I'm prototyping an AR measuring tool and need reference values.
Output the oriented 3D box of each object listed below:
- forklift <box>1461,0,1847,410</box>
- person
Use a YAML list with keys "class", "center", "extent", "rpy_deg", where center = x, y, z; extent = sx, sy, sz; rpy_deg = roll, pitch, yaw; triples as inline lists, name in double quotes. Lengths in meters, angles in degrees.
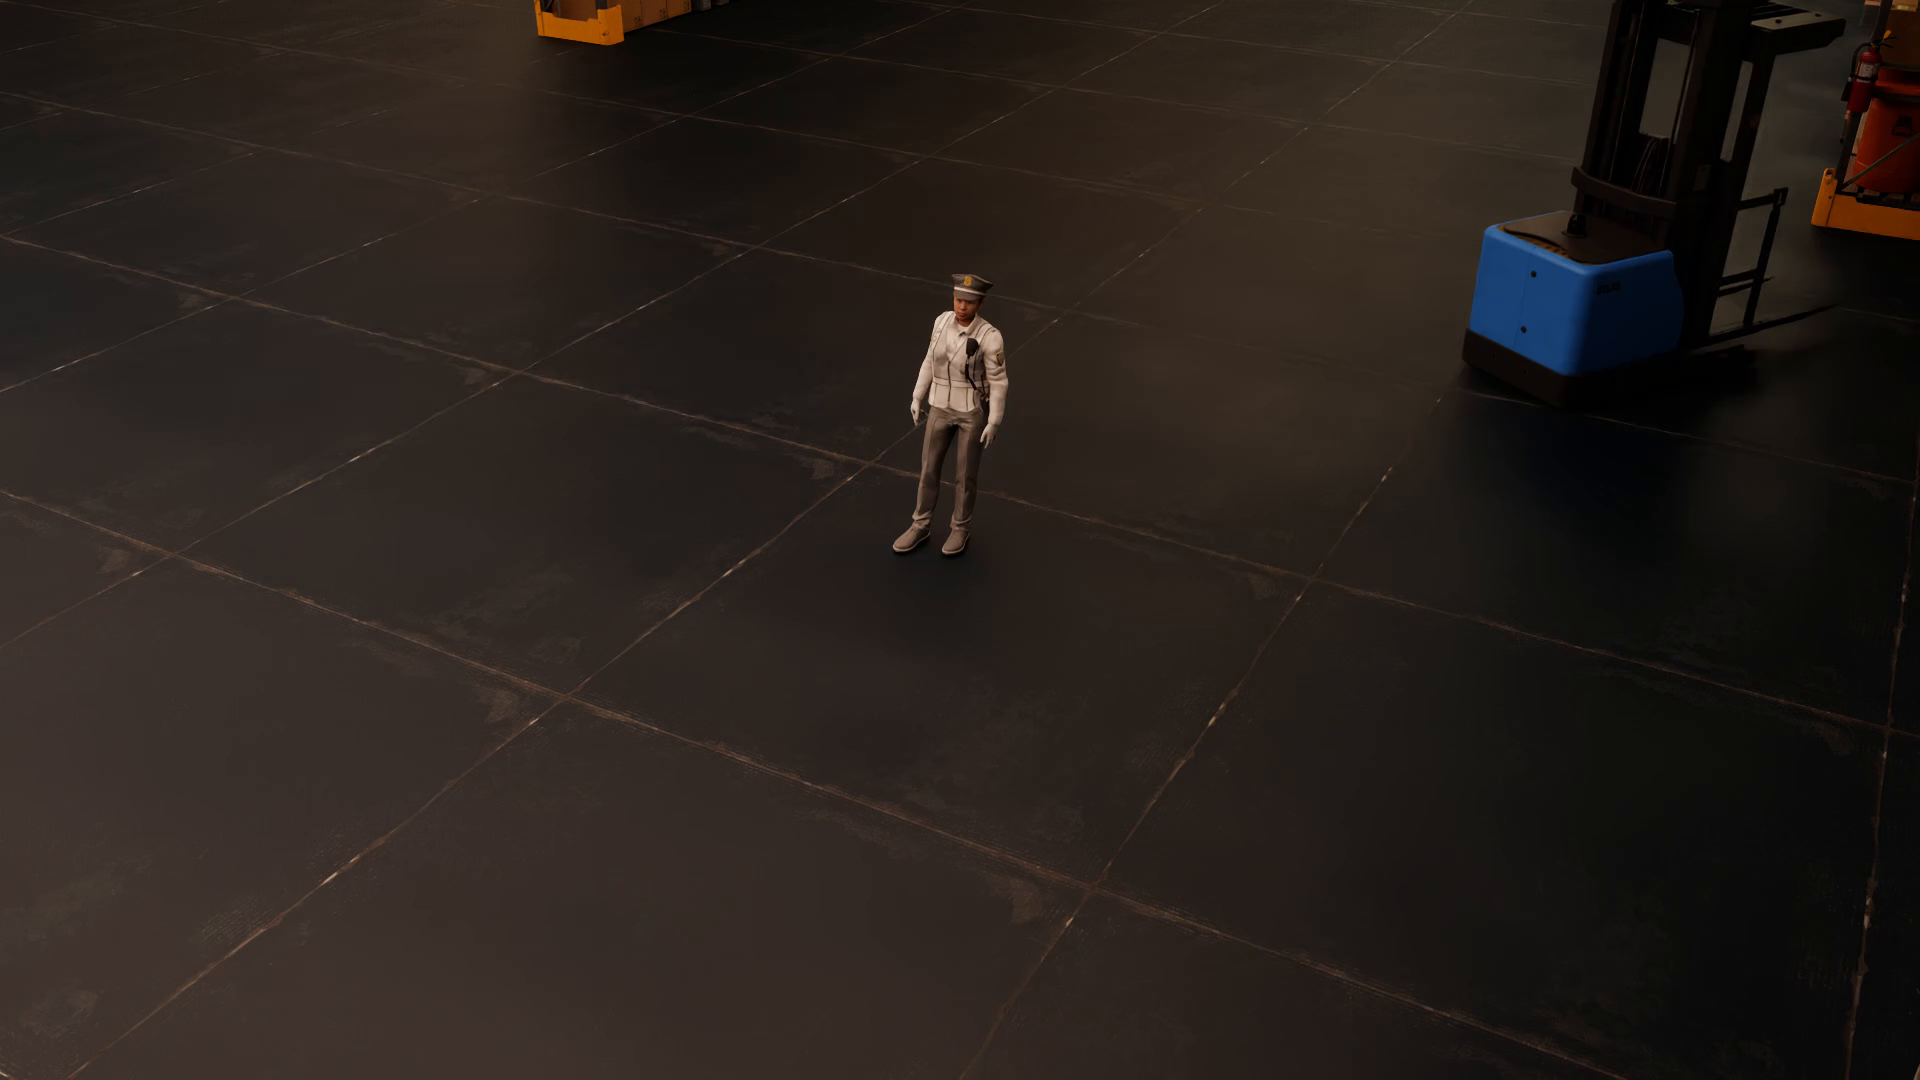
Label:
- class: "forklift"
  center: [5.215, -2.679, 11.712]
  extent: [3.031, 2.935, 1.130]
  rpy_deg: [-15, 33, -24]
- class: "person"
  center: [-0.040, -0.712, 9.526]
  extent: [0.586, 1.694, 0.530]
  rpy_deg: [15, 33, 25]
